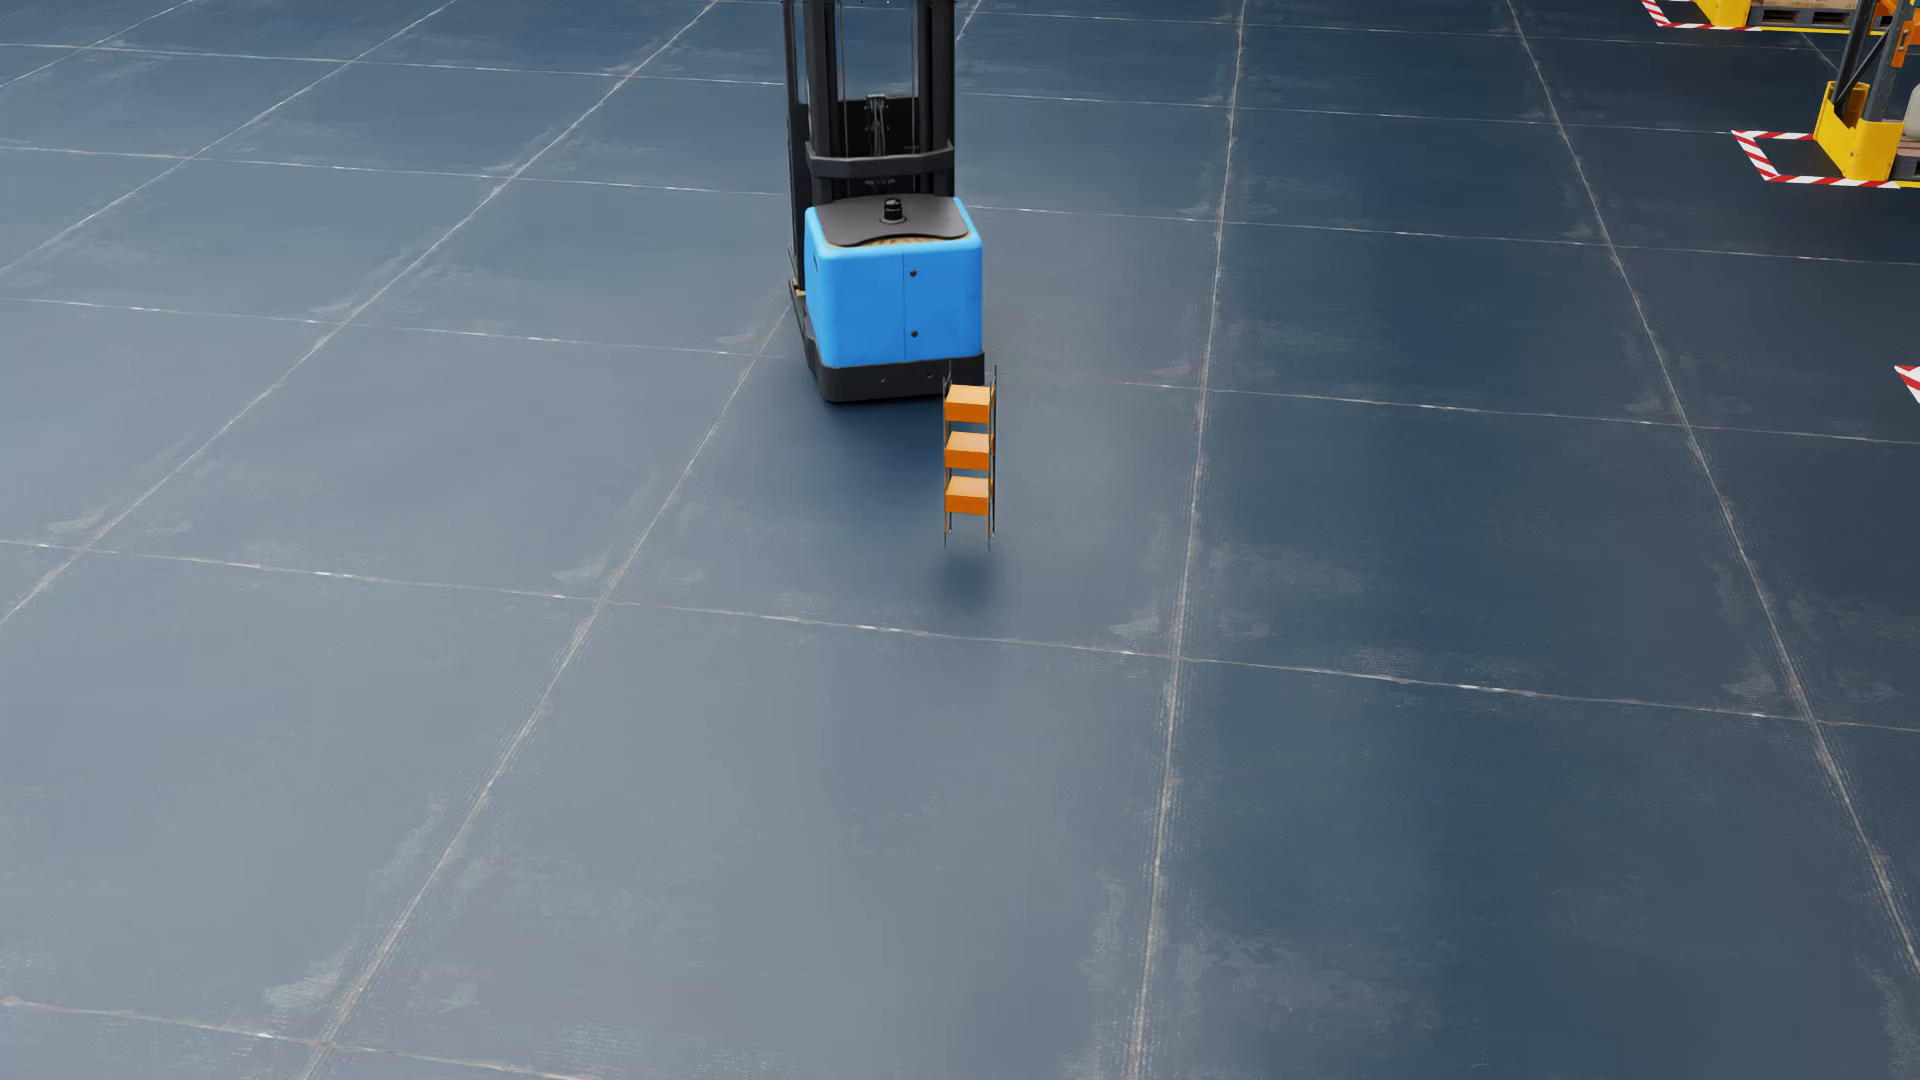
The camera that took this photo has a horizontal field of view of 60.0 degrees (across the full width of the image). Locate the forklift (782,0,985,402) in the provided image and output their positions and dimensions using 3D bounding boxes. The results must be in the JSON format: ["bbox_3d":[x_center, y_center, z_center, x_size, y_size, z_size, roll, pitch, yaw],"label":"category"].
[{"bbox_3d":[-0.623,-2.884,11.094,1.130,2.935,3.031,-6,33,-9],"label":"forklift"}]

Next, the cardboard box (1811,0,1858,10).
[{"bbox_3d":[9.551,-6.006,18.214,0.500,0.250,0.500,5,32,8],"label":"cardboard box"}]

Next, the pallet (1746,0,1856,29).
[{"bbox_3d":[9.327,-5.972,18.592,1.213,0.211,1.003,5,32,8],"label":"pallet"}]

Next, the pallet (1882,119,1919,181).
[{"bbox_3d":[8.612,-3.371,14.436,1.213,0.211,1.003,5,32,8],"label":"pallet"}]

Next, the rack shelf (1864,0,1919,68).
[{"bbox_3d":[9.701,-4.127,13.694,4.000,0.370,1.077,5,32,8],"label":"rack shelf"}]

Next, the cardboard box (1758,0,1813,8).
[{"bbox_3d":[9.057,-6.049,18.282,0.500,0.250,0.500,5,32,8],"label":"cardboard box"}]

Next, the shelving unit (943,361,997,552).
[{"bbox_3d":[0.053,-0.440,8.964,0.252,1.050,0.215,5,32,8],"label":"shelving unit"}]

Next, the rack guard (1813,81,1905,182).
[{"bbox_3d":[7.812,-3.568,14.480,0.348,0.500,1.175,5,32,8],"label":"rack guard"}]

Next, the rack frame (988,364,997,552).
[{"bbox_3d":[0.173,-0.429,8.946,0.008,1.050,0.200,5,32,8],"label":"rack frame"}]

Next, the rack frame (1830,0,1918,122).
[{"bbox_3d":[7.729,-4.610,13.788,0.127,3.000,1.000,5,32,8],"label":"rack frame"}]

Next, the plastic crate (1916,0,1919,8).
[{"bbox_3d":[8.273,-4.659,14.006,0.616,0.251,0.499,5,32,8],"label":"plastic crate"}]

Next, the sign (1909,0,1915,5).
[{"bbox_3d":[7.632,-4.440,13.256,0.005,0.325,0.100,5,32,8],"label":"sign"}]

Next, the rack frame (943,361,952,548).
[{"bbox_3d":[-0.068,-0.451,8.981,0.008,1.050,0.200,5,32,8],"label":"rack frame"}]

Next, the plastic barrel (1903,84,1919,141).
[{"bbox_3d":[8.391,-3.715,14.307,0.421,0.512,0.421,0,32,0],"label":"plastic barrel"}]

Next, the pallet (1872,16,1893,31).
[{"bbox_3d":[10.526,-5.862,18.416,1.213,0.211,1.003,5,32,8],"label":"pallet"}]

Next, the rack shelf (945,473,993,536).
[{"bbox_3d":[0.053,-0.196,9.117,0.240,0.259,0.215,5,32,8],"label":"rack shelf"}]

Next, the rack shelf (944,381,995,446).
[{"bbox_3d":[0.053,-0.672,8.819,0.240,0.259,0.215,5,32,8],"label":"rack shelf"}]

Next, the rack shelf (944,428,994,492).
[{"bbox_3d":[0.053,-0.431,8.969,0.240,0.259,0.215,5,32,8],"label":"rack shelf"}]
